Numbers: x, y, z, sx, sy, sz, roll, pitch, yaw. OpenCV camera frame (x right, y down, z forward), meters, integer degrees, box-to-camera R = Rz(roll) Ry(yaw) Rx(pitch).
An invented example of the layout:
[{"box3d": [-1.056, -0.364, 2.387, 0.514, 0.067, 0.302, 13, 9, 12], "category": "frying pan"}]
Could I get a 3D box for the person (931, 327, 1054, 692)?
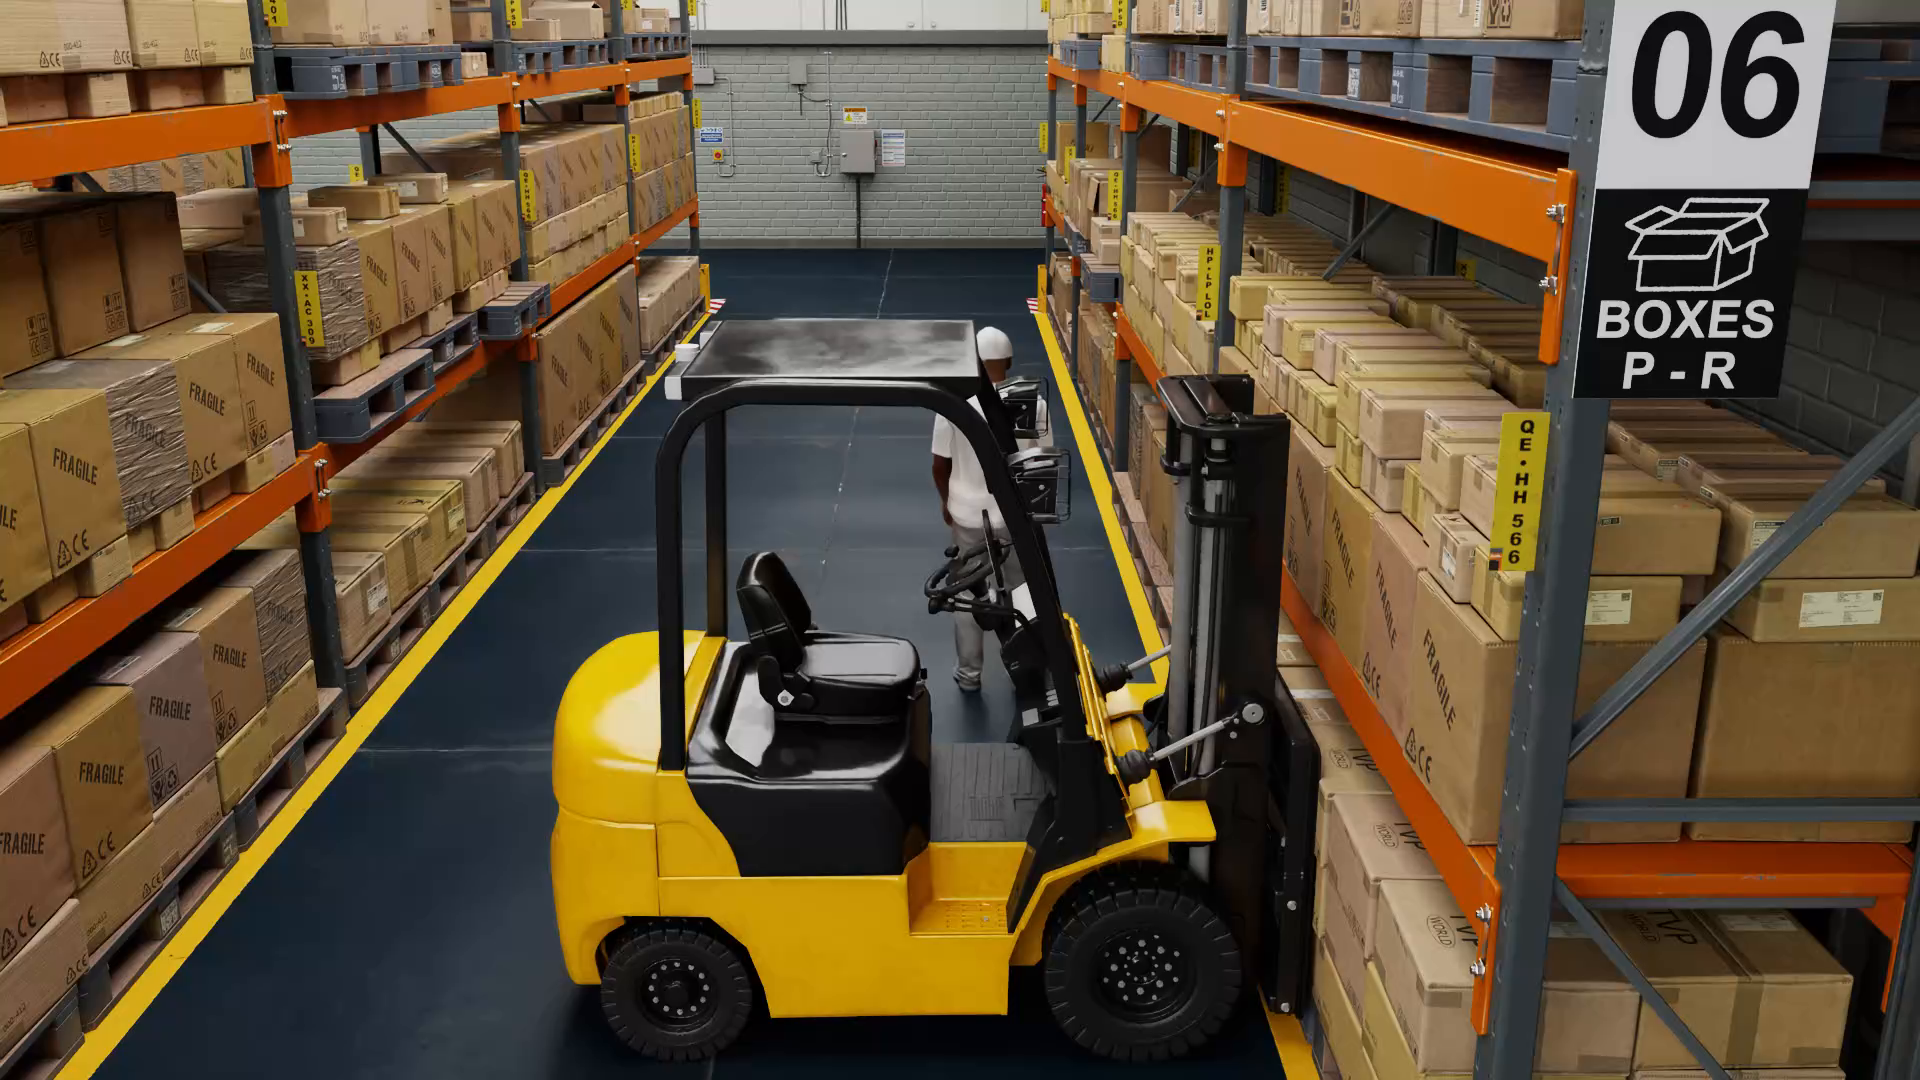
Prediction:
[{"box3d": [0.155, -0.137, 7.950, 0.580, 1.767, 0.428, 0, 17, 0], "category": "person"}]
